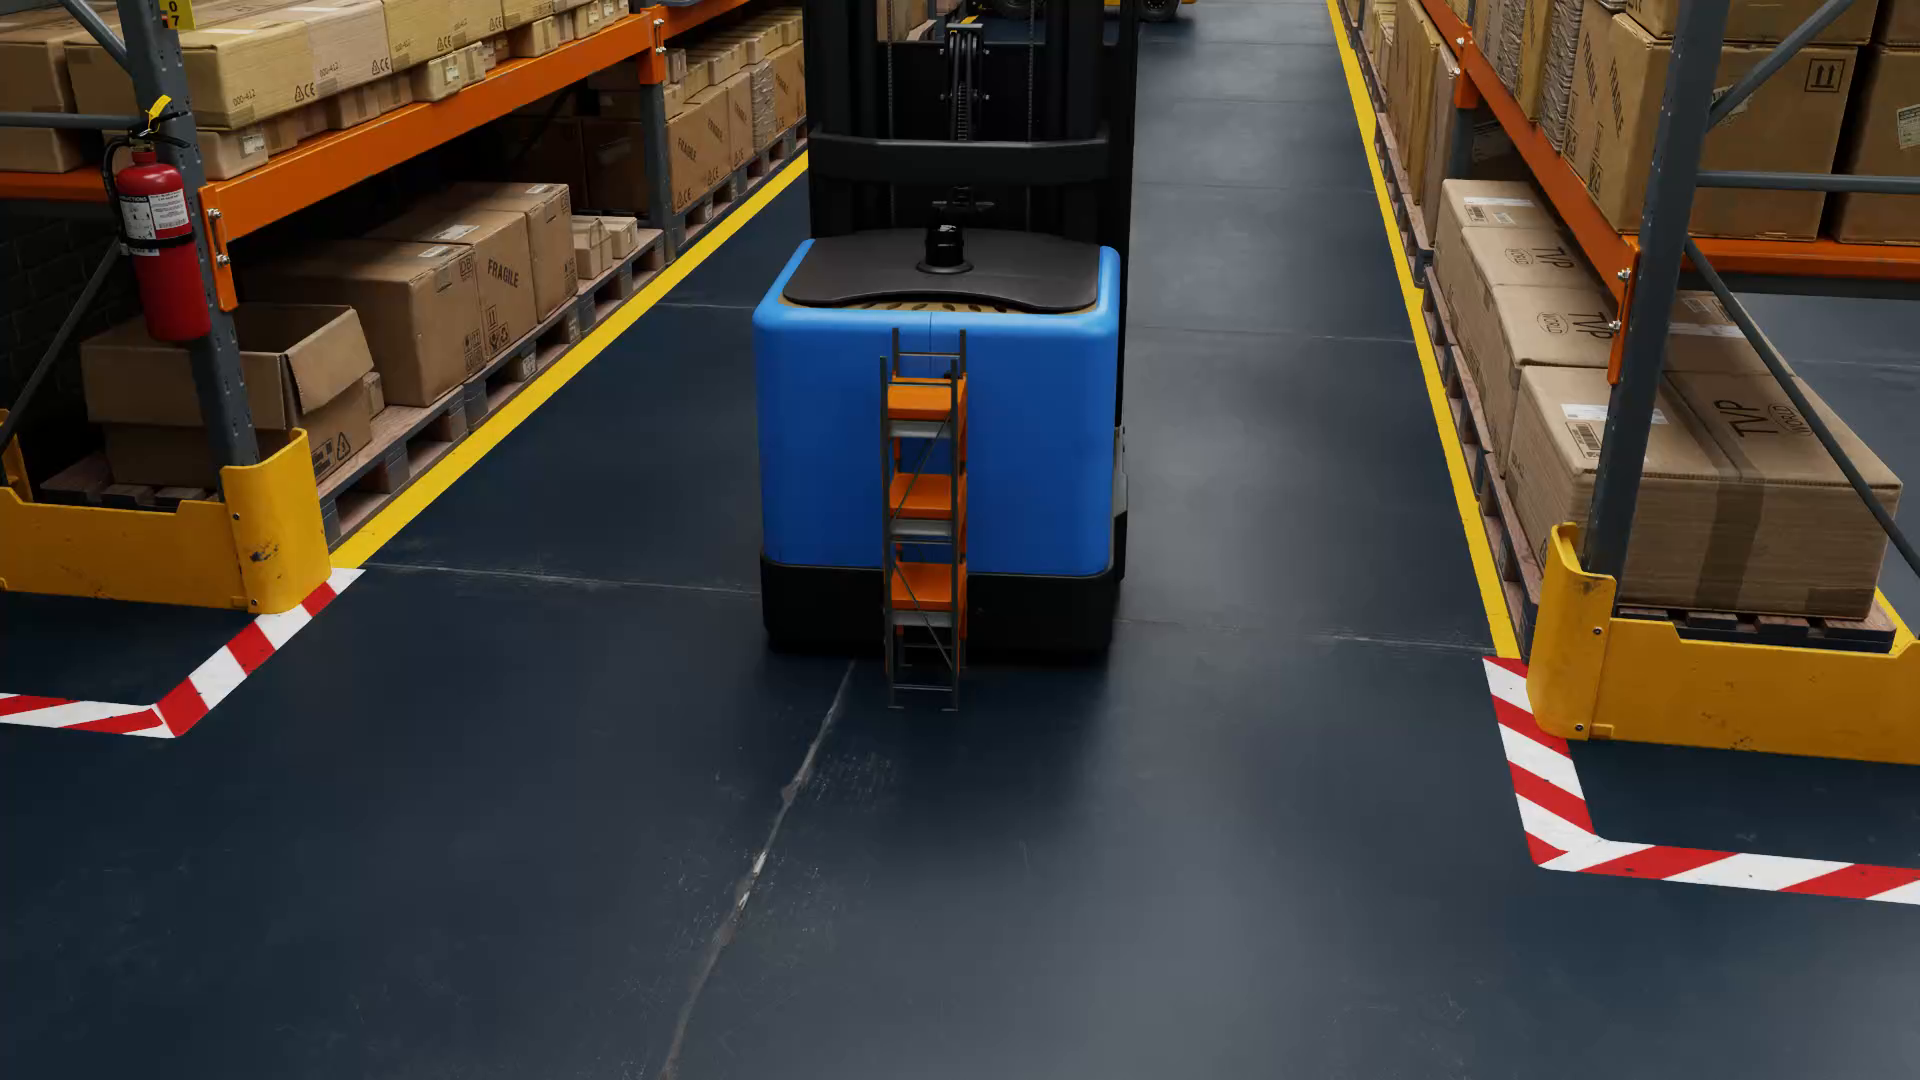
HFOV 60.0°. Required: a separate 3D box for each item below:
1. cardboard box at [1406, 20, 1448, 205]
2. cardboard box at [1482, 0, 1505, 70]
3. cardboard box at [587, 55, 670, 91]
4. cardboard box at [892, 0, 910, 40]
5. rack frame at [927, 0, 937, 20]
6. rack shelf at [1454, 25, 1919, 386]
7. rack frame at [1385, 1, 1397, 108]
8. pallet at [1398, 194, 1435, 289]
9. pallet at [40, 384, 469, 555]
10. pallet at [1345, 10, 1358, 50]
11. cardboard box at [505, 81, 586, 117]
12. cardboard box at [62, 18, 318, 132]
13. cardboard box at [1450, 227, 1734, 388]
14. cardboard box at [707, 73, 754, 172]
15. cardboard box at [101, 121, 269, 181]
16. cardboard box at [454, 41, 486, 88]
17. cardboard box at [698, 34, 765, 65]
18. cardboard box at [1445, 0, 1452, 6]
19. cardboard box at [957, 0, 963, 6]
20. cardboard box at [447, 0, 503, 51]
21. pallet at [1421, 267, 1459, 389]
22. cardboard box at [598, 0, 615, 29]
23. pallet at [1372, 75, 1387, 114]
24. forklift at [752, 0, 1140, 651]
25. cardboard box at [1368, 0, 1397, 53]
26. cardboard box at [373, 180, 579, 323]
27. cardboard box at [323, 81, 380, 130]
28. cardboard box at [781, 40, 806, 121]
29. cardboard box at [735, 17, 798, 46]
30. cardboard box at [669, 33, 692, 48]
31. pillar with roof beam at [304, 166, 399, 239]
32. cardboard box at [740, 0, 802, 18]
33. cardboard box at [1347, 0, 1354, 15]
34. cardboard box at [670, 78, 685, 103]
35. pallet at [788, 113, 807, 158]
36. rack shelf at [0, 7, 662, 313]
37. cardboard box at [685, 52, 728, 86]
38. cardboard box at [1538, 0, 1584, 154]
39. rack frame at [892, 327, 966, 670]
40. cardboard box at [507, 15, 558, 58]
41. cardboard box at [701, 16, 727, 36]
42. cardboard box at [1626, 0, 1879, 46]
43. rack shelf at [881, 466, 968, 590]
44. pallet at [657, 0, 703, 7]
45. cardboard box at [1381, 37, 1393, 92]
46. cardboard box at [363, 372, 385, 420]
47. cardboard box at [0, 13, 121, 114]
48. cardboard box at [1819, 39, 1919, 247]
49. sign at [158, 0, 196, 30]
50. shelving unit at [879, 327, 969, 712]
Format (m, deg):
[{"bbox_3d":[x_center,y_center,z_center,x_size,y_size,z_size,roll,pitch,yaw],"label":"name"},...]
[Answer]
[{"bbox_3d":[3.027,-2.401,9.352,0.875,0.875,0.875,5,26,10],"label":"cardboard box"},{"bbox_3d":[2.443,-2.187,6.766,0.500,0.500,0.500,4,25,9],"label":"cardboard box"},{"bbox_3d":[-1.772,-2.495,8.879,0.380,0.149,0.250,4,25,8],"label":"cardboard box"},{"bbox_3d":[-0.934,-4.790,14.750,0.875,0.625,0.625,4,25,8],"label":"cardboard box"},{"bbox_3d":[-0.726,-6.218,15.496,1.000,3.000,0.127,4,25,9],"label":"rack frame"},{"bbox_3d":[2.537,-1.368,5.982,1.077,0.370,4.000,4,25,9],"label":"rack shelf"},{"bbox_3d":[3.518,-4.203,11.191,1.000,3.000,0.127,4,25,9],"label":"rack frame"},{"bbox_3d":[2.916,-1.595,8.908,1.003,0.211,1.213,4,25,9],"label":"pallet"},{"bbox_3d":[-2.545,-0.302,6.146,1.003,0.211,1.213,4,25,9],"label":"pallet"},{"bbox_3d":[4.247,-4.896,15.961,1.003,0.211,1.213,4,25,9],"label":"pallet"},{"bbox_3d":[-2.258,-2.398,9.023,0.380,0.149,0.250,3,25,6],"label":"cardboard box"},{"bbox_3d":[-2.347,-1.437,5.108,0.500,0.250,0.500,4,25,9],"label":"cardboard box"},{"bbox_3d":[2.510,-0.930,6.726,0.875,0.438,0.875,3,25,7],"label":"cardboard box"},{"bbox_3d":[-1.569,-2.549,10.110,0.500,0.500,0.500,3,25,7],"label":"cardboard box"},{"bbox_3d":[-2.363,-1.204,5.080,0.380,0.149,0.250,4,25,8],"label":"cardboard box"},{"bbox_3d":[-2.080,-1.851,6.462,0.380,0.149,0.250,5,25,10],"label":"cardboard box"},{"bbox_3d":[-1.455,-3.120,10.566,0.380,0.149,0.250,3,25,6],"label":"cardboard box"},{"bbox_3d":[2.773,-2.880,8.542,0.500,0.250,0.500,4,25,8],"label":"cardboard box"},{"bbox_3d":[-0.252,-5.556,16.829,0.500,0.250,0.500,3,25,7],"label":"cardboard box"},{"bbox_3d":[-2.123,-2.076,6.472,0.500,0.250,0.500,3,25,7],"label":"cardboard box"},{"bbox_3d":[2.663,-0.954,7.540,1.003,0.211,1.213,4,25,9],"label":"pallet"},{"bbox_3d":[-1.857,-2.497,7.843,0.380,0.149,0.250,5,25,10],"label":"cardboard box"},{"bbox_3d":[3.647,-3.267,12.480,1.003,0.211,1.213,4,25,9],"label":"pallet"},{"bbox_3d":[0.058,-1.591,5.692,1.130,2.935,3.031,2,25,5],"label":"forklift"},{"bbox_3d":[3.974,-4.355,14.121,0.950,0.372,0.625,6,26,12],"label":"cardboard box"},{"bbox_3d":[-2.146,-1.296,7.433,0.700,0.500,0.500,3,25,7],"label":"cardboard box"},{"bbox_3d":[-2.256,-1.527,5.771,0.380,0.149,0.250,5,26,10],"label":"cardboard box"},{"bbox_3d":[-1.329,-3.203,11.508,0.500,0.500,0.500,4,25,8],"label":"cardboard box"},{"bbox_3d":[-1.311,-3.450,11.270,0.380,0.149,0.250,3,25,7],"label":"cardboard box"},{"bbox_3d":[-1.931,-3.156,10.642,0.380,0.149,0.250,4,25,9],"label":"cardboard box"},{"bbox_3d":[1.211,-5.062,5.950,9.100,9.000,0.400,4,25,9],"label":"pillar with roof beam"},{"bbox_3d":[-1.264,-3.920,12.892,0.875,0.625,0.625,5,26,10],"label":"cardboard box"},{"bbox_3d":[4.080,-5.310,16.304,0.500,0.250,0.500,3,25,7],"label":"cardboard box"},{"bbox_3d":[-1.743,-2.477,9.191,0.380,0.149,0.250,3,25,7],"label":"cardboard box"},{"bbox_3d":[-1.539,-2.973,11.852,1.003,0.211,1.213,4,25,9],"label":"pallet"},{"bbox_3d":[-2.360,-1.710,6.714,1.077,0.370,4.000,4,25,9],"label":"rack shelf"},{"bbox_3d":[-1.603,-2.803,9.887,0.380,0.149,0.250,4,25,8],"label":"cardboard box"},{"bbox_3d":[2.200,-1.547,5.399,0.500,0.500,0.500,5,26,10],"label":"cardboard box"},{"bbox_3d":[-0.083,-0.096,4.718,0.200,1.050,0.008,2,25,5],"label":"rack frame"},{"bbox_3d":[-1.960,-2.170,7.145,0.380,0.149,0.250,4,25,8],"label":"cardboard box"},{"bbox_3d":[-1.804,-3.482,11.338,0.380,0.149,0.250,4,25,9],"label":"cardboard box"},{"bbox_3d":[2.054,-1.573,4.275,0.500,0.500,0.500,5,26,10],"label":"cardboard box"},{"bbox_3d":[-0.095,-0.035,4.612,0.215,0.259,0.240,2,25,5],"label":"rack shelf"},{"bbox_3d":[-1.795,-3.112,9.087,1.003,0.211,1.213,4,25,9],"label":"pallet"},{"bbox_3d":[3.620,-3.439,12.162,0.950,0.372,0.625,2,25,5],"label":"cardboard box"},{"bbox_3d":[-2.386,-0.523,6.196,0.380,0.149,0.250,3,25,6],"label":"cardboard box"},{"bbox_3d":[-2.874,-1.477,5.193,0.500,0.250,0.500,5,26,10],"label":"cardboard box"},{"bbox_3d":[2.572,-1.083,4.408,0.500,0.500,0.500,4,25,8],"label":"cardboard box"},{"bbox_3d":[-2.152,-1.554,4.510,0.100,0.325,0.005,4,25,9],"label":"sign"},{"bbox_3d":[-0.095,-0.045,4.608,0.215,1.050,0.252,2,25,5],"label":"shelving unit"}]
